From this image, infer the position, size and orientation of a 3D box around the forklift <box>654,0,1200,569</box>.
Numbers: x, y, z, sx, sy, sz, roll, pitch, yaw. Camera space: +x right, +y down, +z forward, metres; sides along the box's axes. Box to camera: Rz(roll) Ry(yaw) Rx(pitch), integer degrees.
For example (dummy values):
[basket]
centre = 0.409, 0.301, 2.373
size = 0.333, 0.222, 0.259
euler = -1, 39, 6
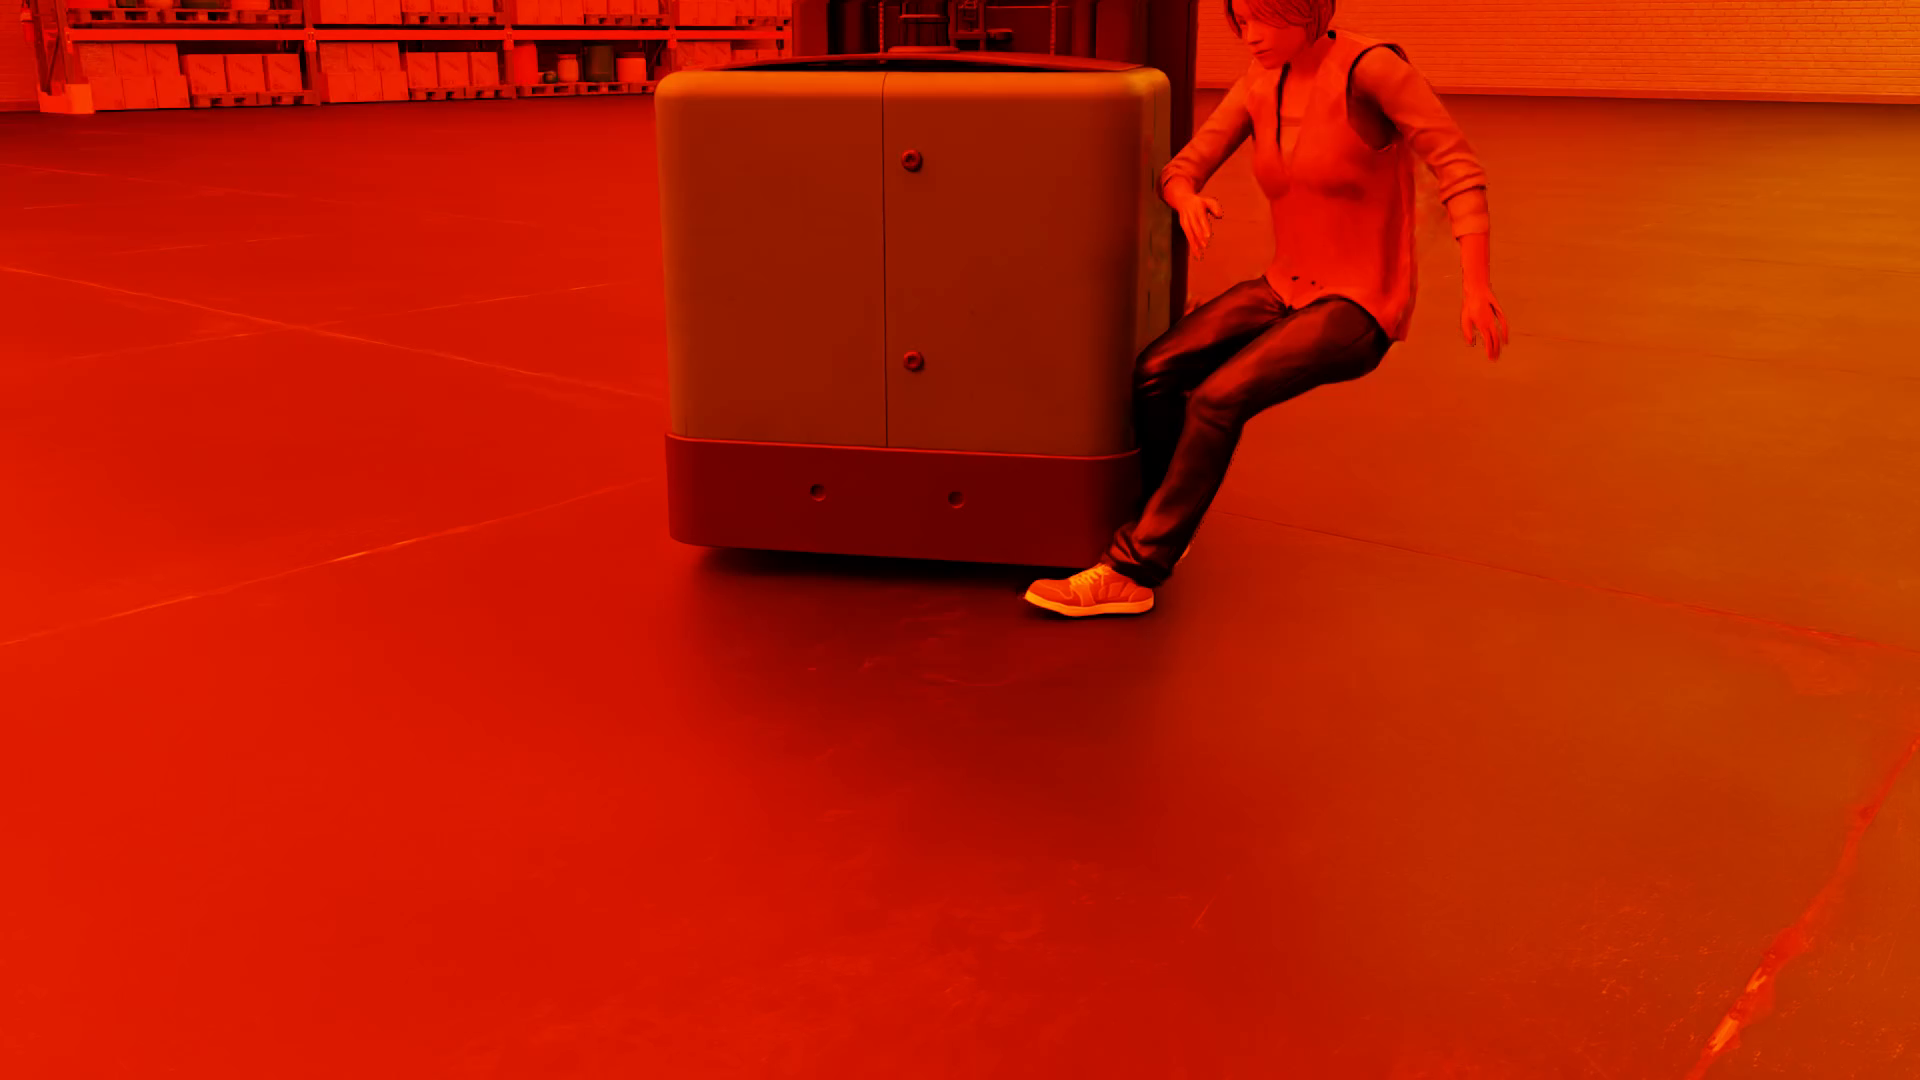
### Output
[forklift]
centre = 0.135, -1.728, 4.587
size = 1.130, 2.935, 3.031
euler = 3, 17, 11

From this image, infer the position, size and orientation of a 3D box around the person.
[person]
centre = 0.577, -0.472, 3.311
size = 0.823, 1.372, 0.778
euler = -11, 20, -33
